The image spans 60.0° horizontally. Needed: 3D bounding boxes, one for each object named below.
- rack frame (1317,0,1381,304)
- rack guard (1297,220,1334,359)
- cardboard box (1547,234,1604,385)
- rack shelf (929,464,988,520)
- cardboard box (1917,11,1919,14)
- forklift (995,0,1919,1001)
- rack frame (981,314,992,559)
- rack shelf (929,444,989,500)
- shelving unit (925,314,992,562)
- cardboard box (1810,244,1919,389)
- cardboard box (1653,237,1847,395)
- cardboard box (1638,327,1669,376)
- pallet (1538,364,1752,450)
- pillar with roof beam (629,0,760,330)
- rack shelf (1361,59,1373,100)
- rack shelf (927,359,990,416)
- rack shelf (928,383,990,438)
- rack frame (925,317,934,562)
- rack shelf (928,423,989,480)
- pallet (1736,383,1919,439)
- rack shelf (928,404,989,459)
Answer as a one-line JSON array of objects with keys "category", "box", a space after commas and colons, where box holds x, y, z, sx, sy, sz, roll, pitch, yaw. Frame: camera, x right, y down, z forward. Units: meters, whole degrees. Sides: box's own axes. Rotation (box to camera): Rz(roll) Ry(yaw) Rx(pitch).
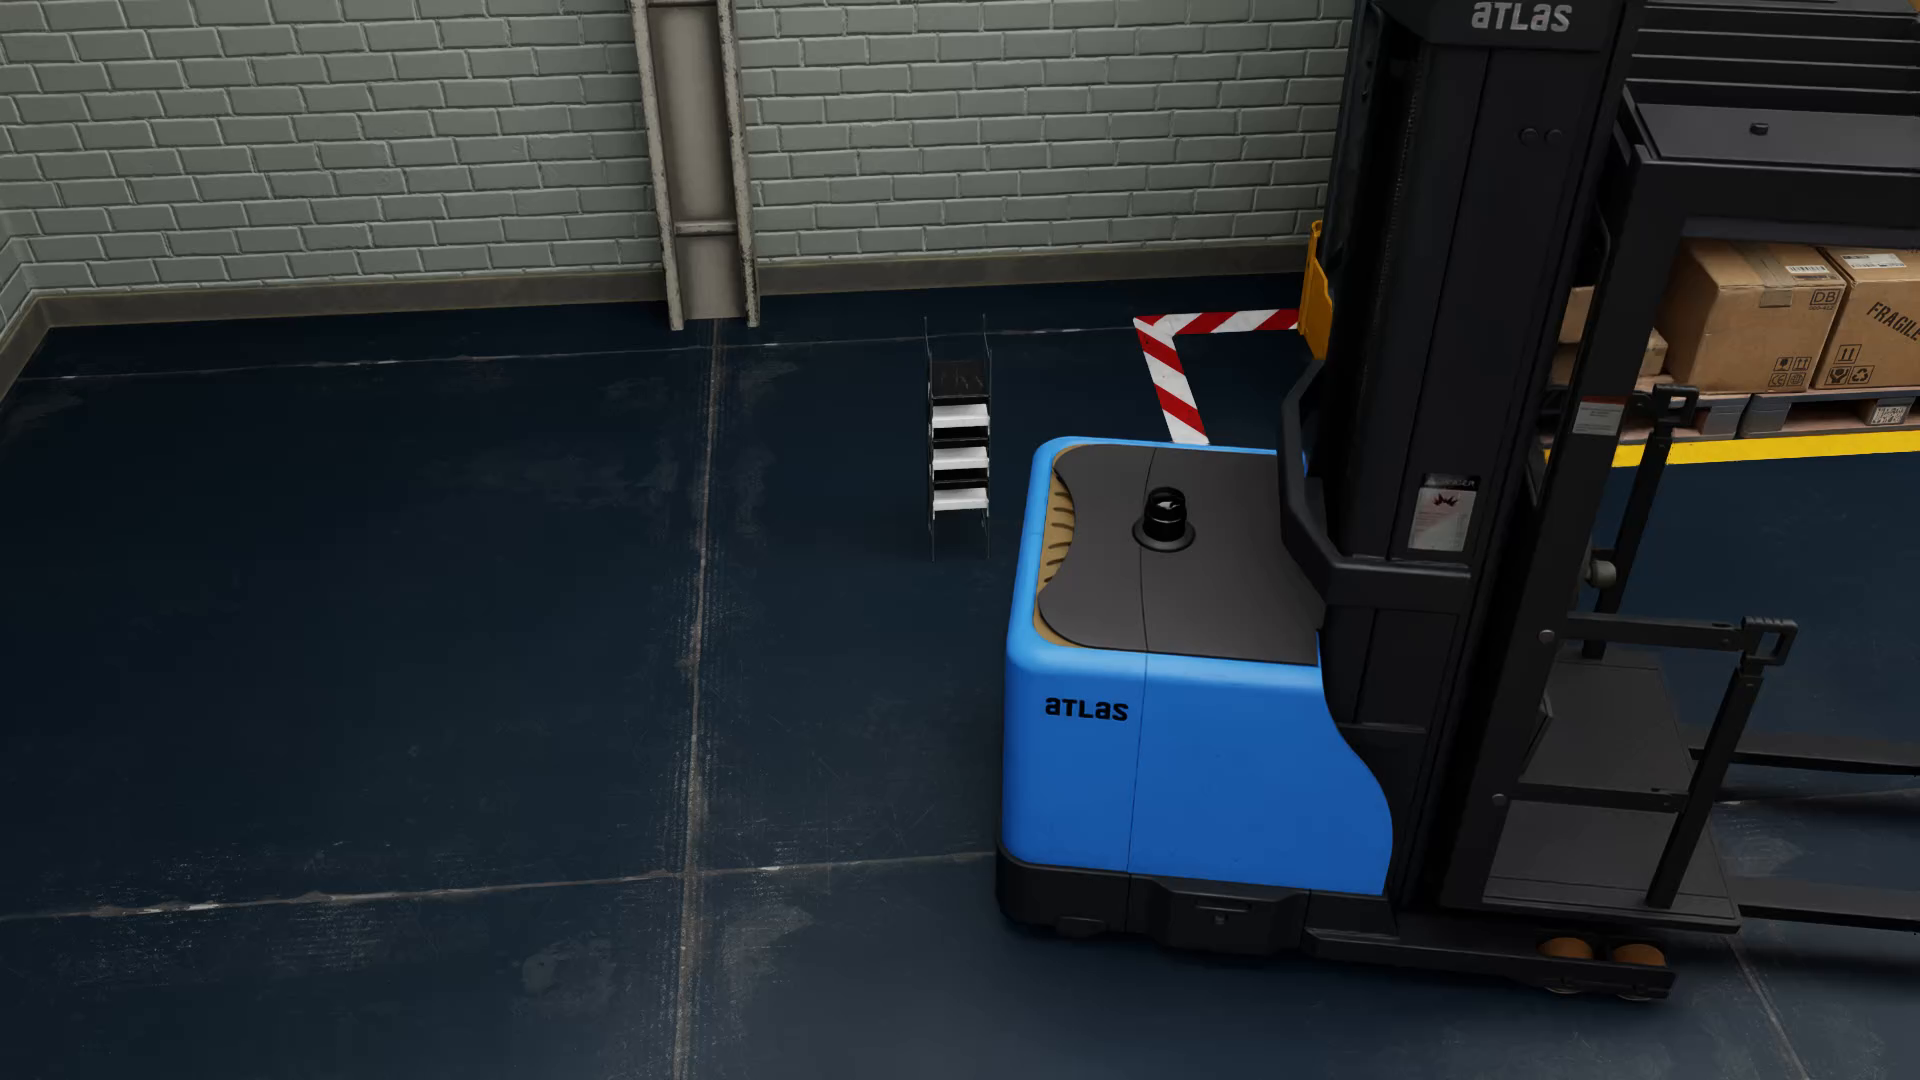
[{"category": "rack frame", "box": [1.654, -1.813, 6.126, 0.127, 3.000, 1.000, -3, 38, -4]}, {"category": "rack guard", "box": [1.729, -0.836, 6.906, 0.348, 0.500, 1.175, -3, 38, -4]}, {"category": "cardboard box", "box": [2.271, -0.973, 6.738, 0.637, 0.503, 0.797, -5, 39, -6]}, {"category": "rack shelf", "box": [-0.008, -0.185, 6.103, 0.200, 0.077, 0.258, -3, 38, -4]}, {"category": "cardboard box", "box": [3.136, -1.787, 5.975, 0.500, 0.250, 0.500, -4, 38, -5]}, {"category": "forklift", "box": [1.658, -0.220, 4.163, 3.031, 2.935, 1.130, 4, 38, 5]}, {"category": "rack frame", "box": [0.093, -0.358, 5.978, 0.006, 0.900, 0.240, -3, 38, -4]}, {"category": "rack shelf", "box": [-0.008, -0.256, 6.047, 0.200, 0.077, 0.258, -3, 38, -4]}, {"category": "shelving unit", "box": [-0.008, -0.353, 5.971, 0.210, 0.900, 0.258, -3, 38, -4]}, {"category": "cardboard box", "box": [3.662, -0.962, 6.727, 0.500, 0.500, 0.500, -2, 38, -3]}, {"category": "cardboard box", "box": [3.126, -0.995, 6.768, 0.500, 0.500, 0.700, -2, 38, -2]}, {"category": "cardboard box", "box": [2.698, -0.833, 6.847, 0.250, 0.149, 0.380, -5, 39, -6]}, {"category": "pallet", "box": [2.523, -0.767, 7.052, 1.213, 0.211, 1.003, -3, 38, -4]}, {"category": "pillar with roof beam", "box": [-0.731, -1.920, 1.419, 0.400, 9.000, 9.100, -3, 38, -4]}, {"category": "rack shelf", "box": [3.646, -1.641, 6.488, 4.000, 0.370, 1.077, -3, 38, -4]}, {"category": "rack shelf", "box": [-0.008, -0.539, 5.824, 0.200, 0.077, 0.258, -3, 38, -4]}, {"category": "rack shelf", "box": [-0.008, -0.468, 5.880, 0.200, 0.077, 0.258, -3, 38, -4]}, {"category": "rack frame", "box": [-0.109, -0.347, 5.964, 0.006, 0.900, 0.240, -3, 38, -4]}, {"category": "rack shelf", "box": [-0.008, -0.327, 5.991, 0.200, 0.077, 0.258, -3, 38, -4]}, {"category": "pallet", "box": [3.736, -0.832, 7.134, 1.213, 0.211, 1.003, -3, 38, -4]}, {"category": "rack shelf", "box": [-0.008, -0.397, 5.936, 0.200, 0.077, 0.258, -3, 38, -4]}]
